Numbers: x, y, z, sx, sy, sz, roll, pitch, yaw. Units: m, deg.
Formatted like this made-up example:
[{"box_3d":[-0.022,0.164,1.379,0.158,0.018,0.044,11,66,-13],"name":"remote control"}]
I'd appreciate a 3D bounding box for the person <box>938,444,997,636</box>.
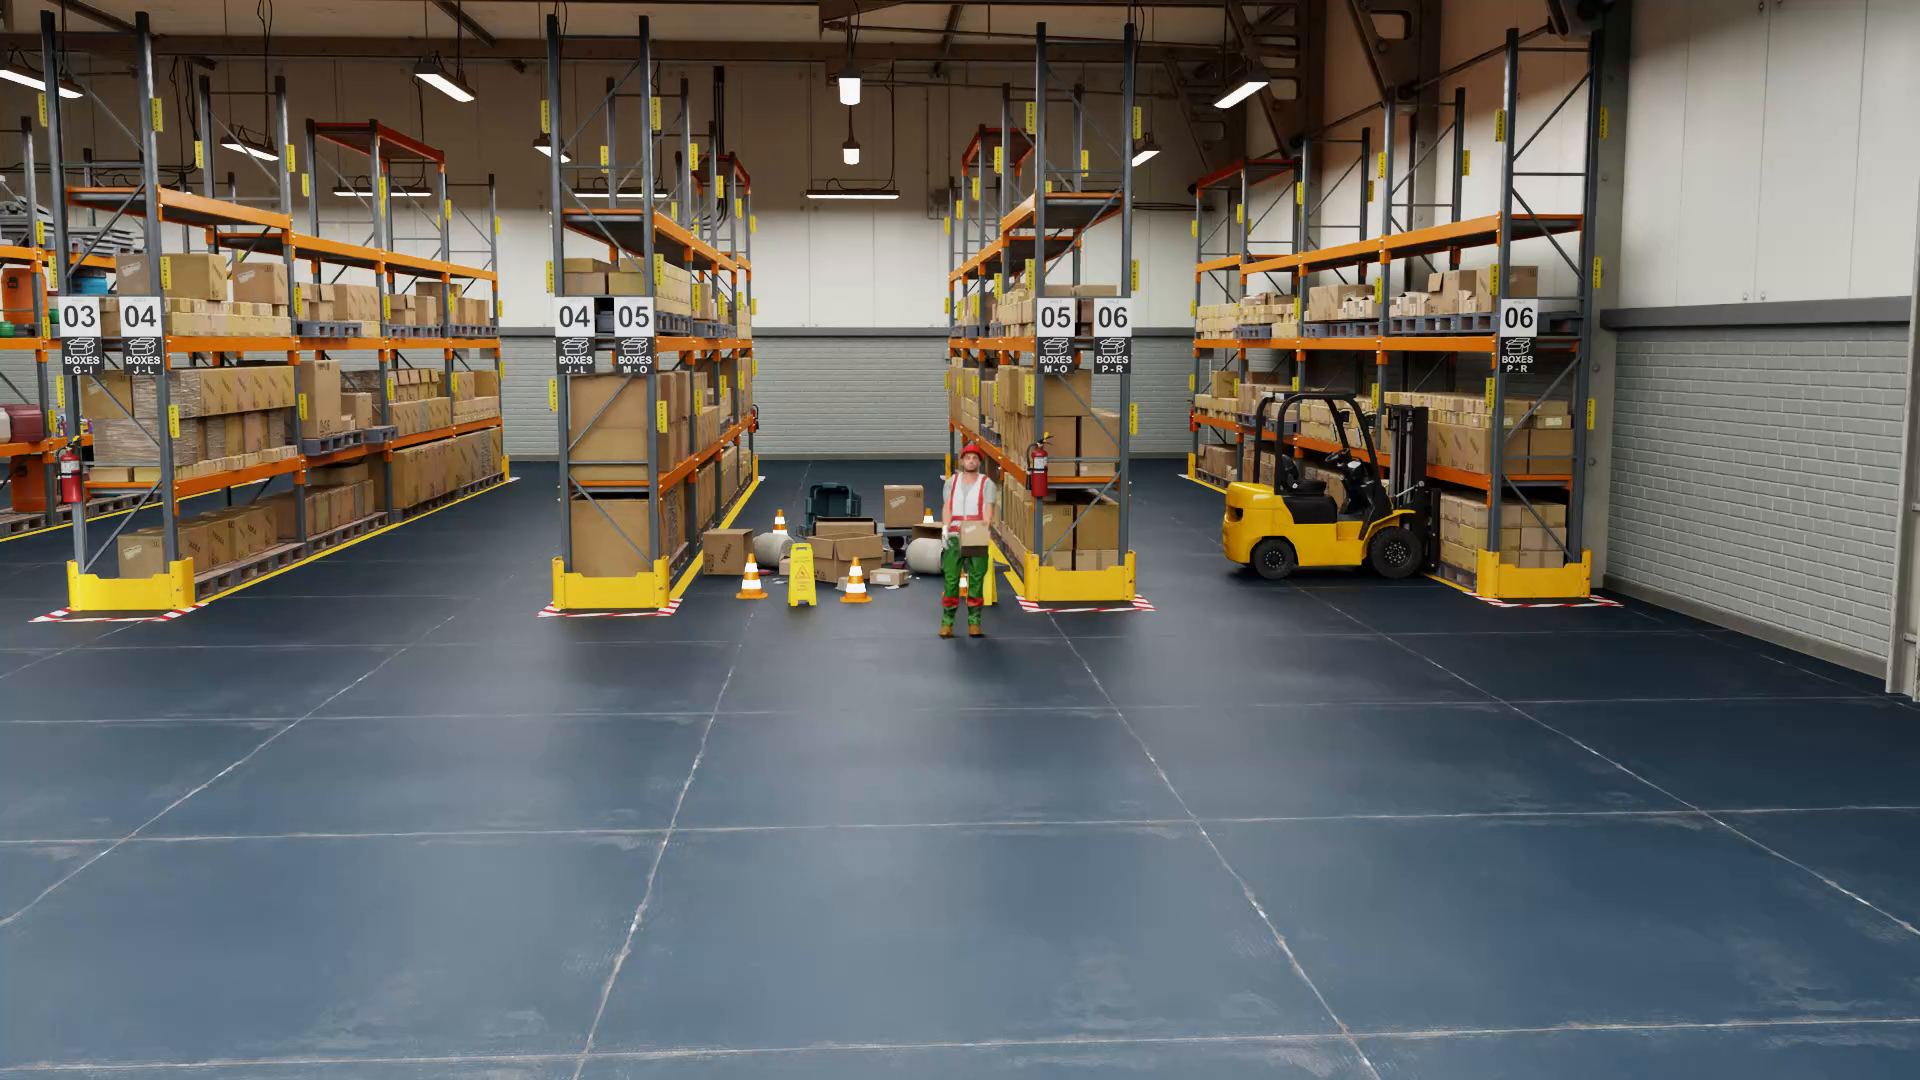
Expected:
[{"box_3d":[0.075,0.003,15.585,0.514,1.793,0.527,1,7,11],"name":"person"}]
